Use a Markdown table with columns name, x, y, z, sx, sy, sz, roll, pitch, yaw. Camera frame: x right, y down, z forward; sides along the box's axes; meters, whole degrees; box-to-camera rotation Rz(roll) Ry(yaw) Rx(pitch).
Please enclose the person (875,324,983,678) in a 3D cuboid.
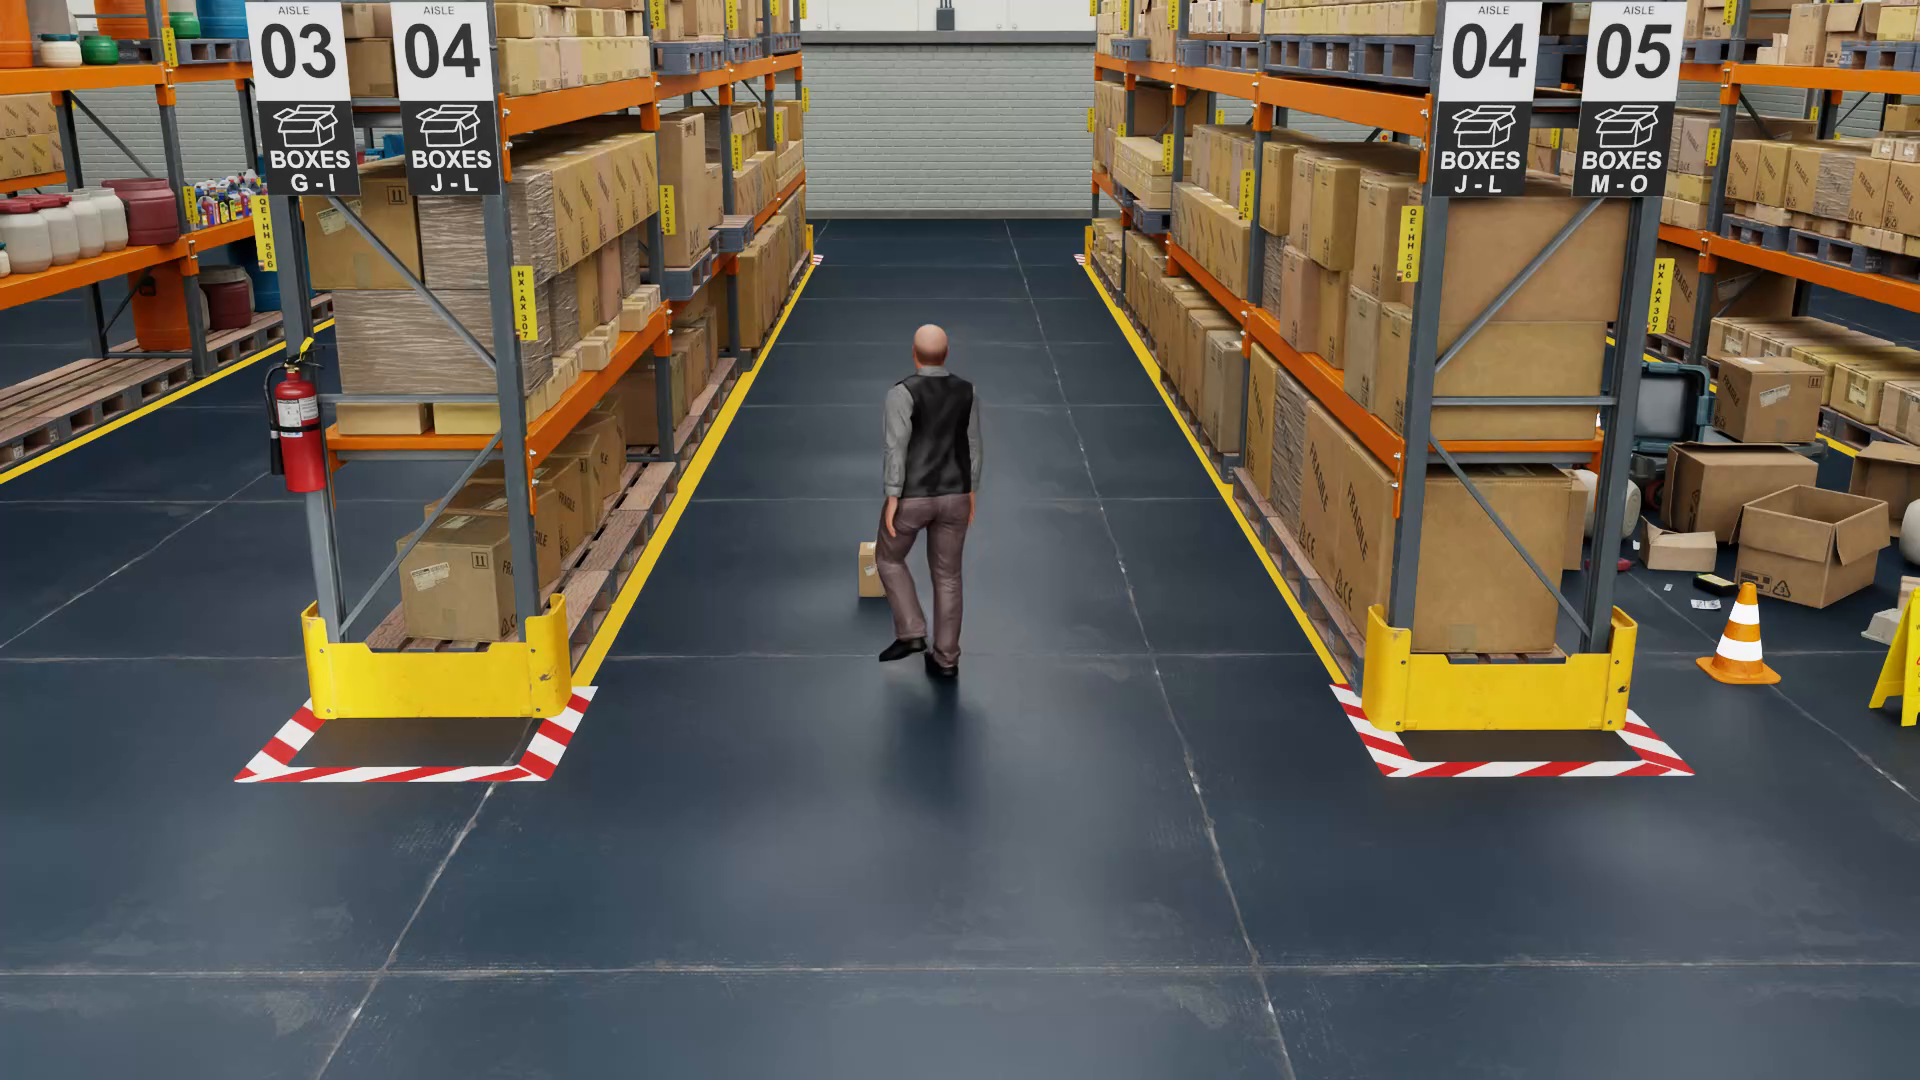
| name | x | y | z | sx | sy | sz | roll | pitch | yaw |
| --- | --- | --- | --- | --- | --- | --- | --- | --- | --- |
| person | -0.136 | -0.195 | 8.165 | 0.564 | 1.704 | 0.529 | -7 | 18 | -22 |
